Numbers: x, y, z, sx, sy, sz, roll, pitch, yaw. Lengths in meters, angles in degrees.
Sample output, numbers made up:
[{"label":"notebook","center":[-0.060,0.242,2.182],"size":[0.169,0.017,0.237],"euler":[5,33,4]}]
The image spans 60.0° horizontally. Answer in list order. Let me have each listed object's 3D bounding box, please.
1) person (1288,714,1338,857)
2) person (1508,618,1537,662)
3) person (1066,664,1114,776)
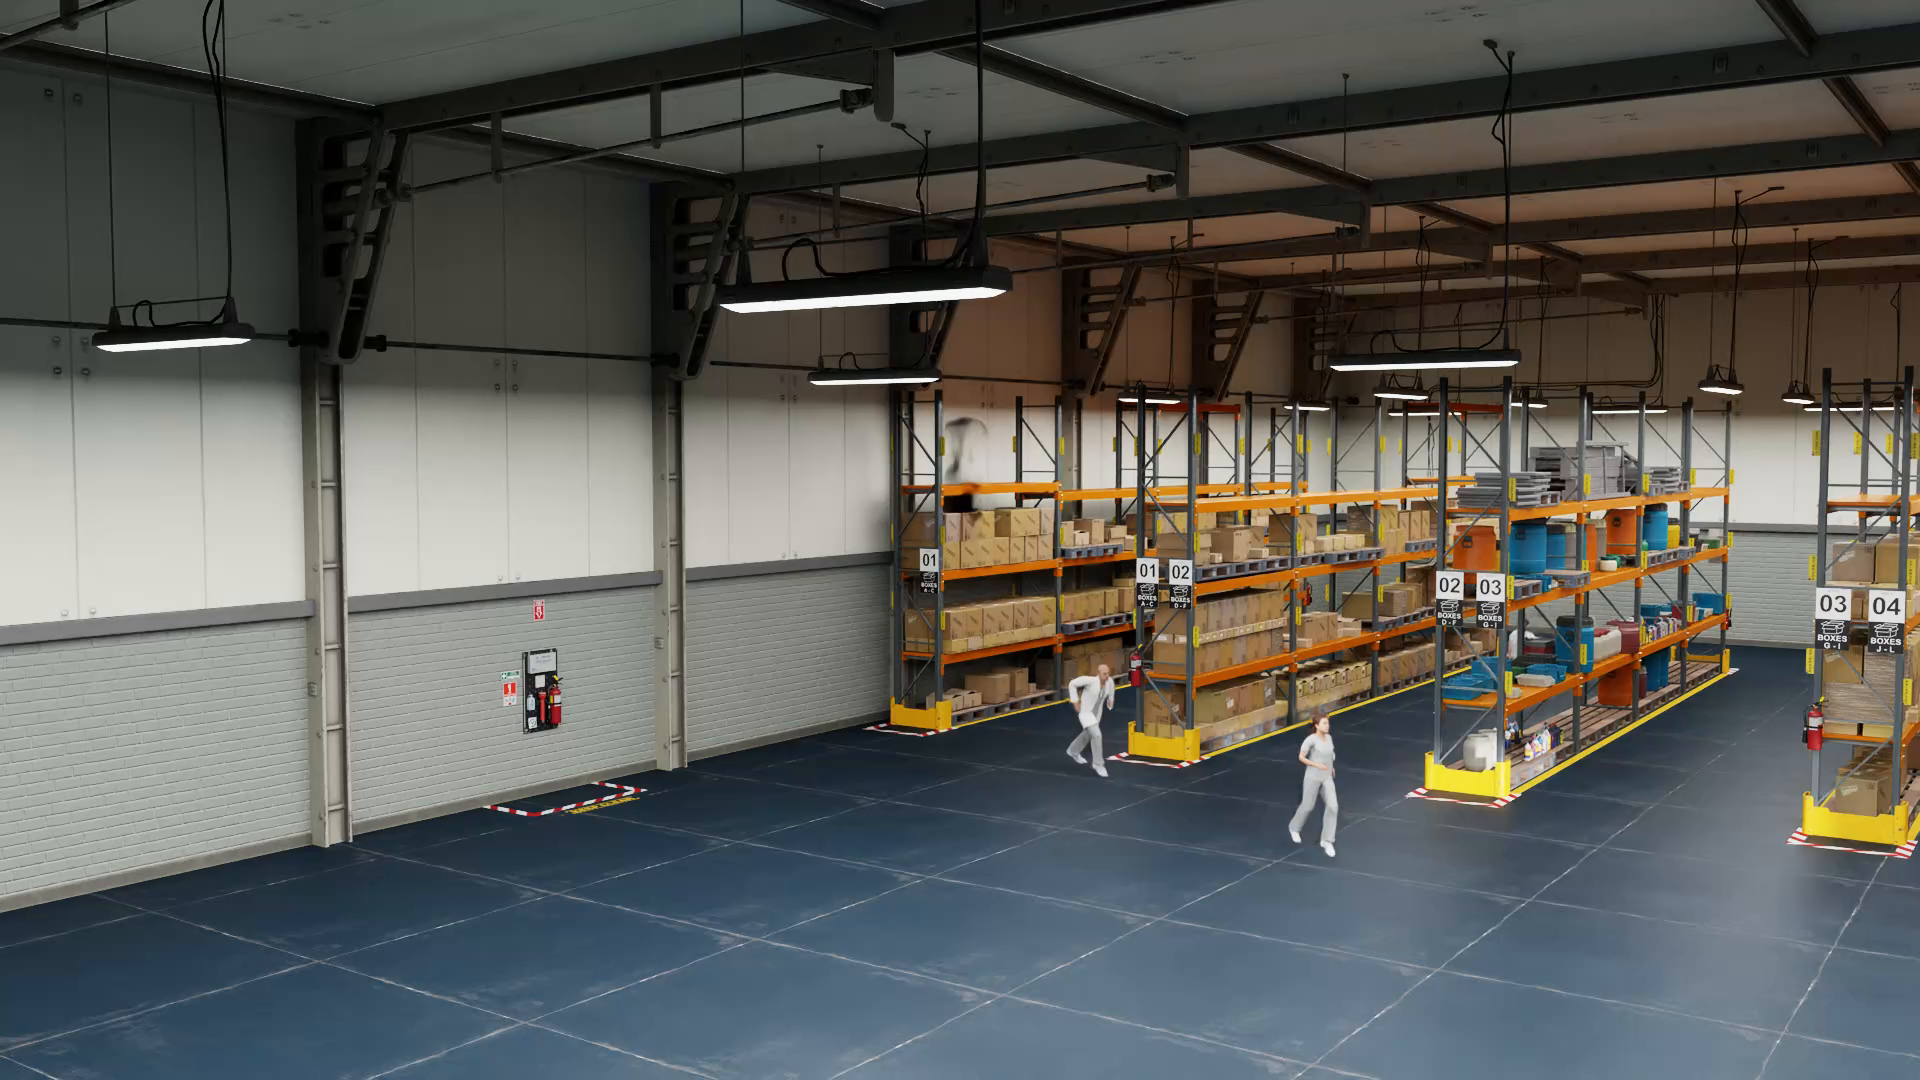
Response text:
[{"label":"person","center":[4.453,3.000,20.665],"size":[0.602,1.697,0.871],"euler":[-1,3,-23]},{"label":"person","center":[10.775,2.344,31.856],"size":[0.653,1.758,0.645],"euler":[3,4,39]},{"label":"person","center":[1.957,2.799,25.623],"size":[0.753,1.633,1.057],"euler":[-2,4,-31]}]
